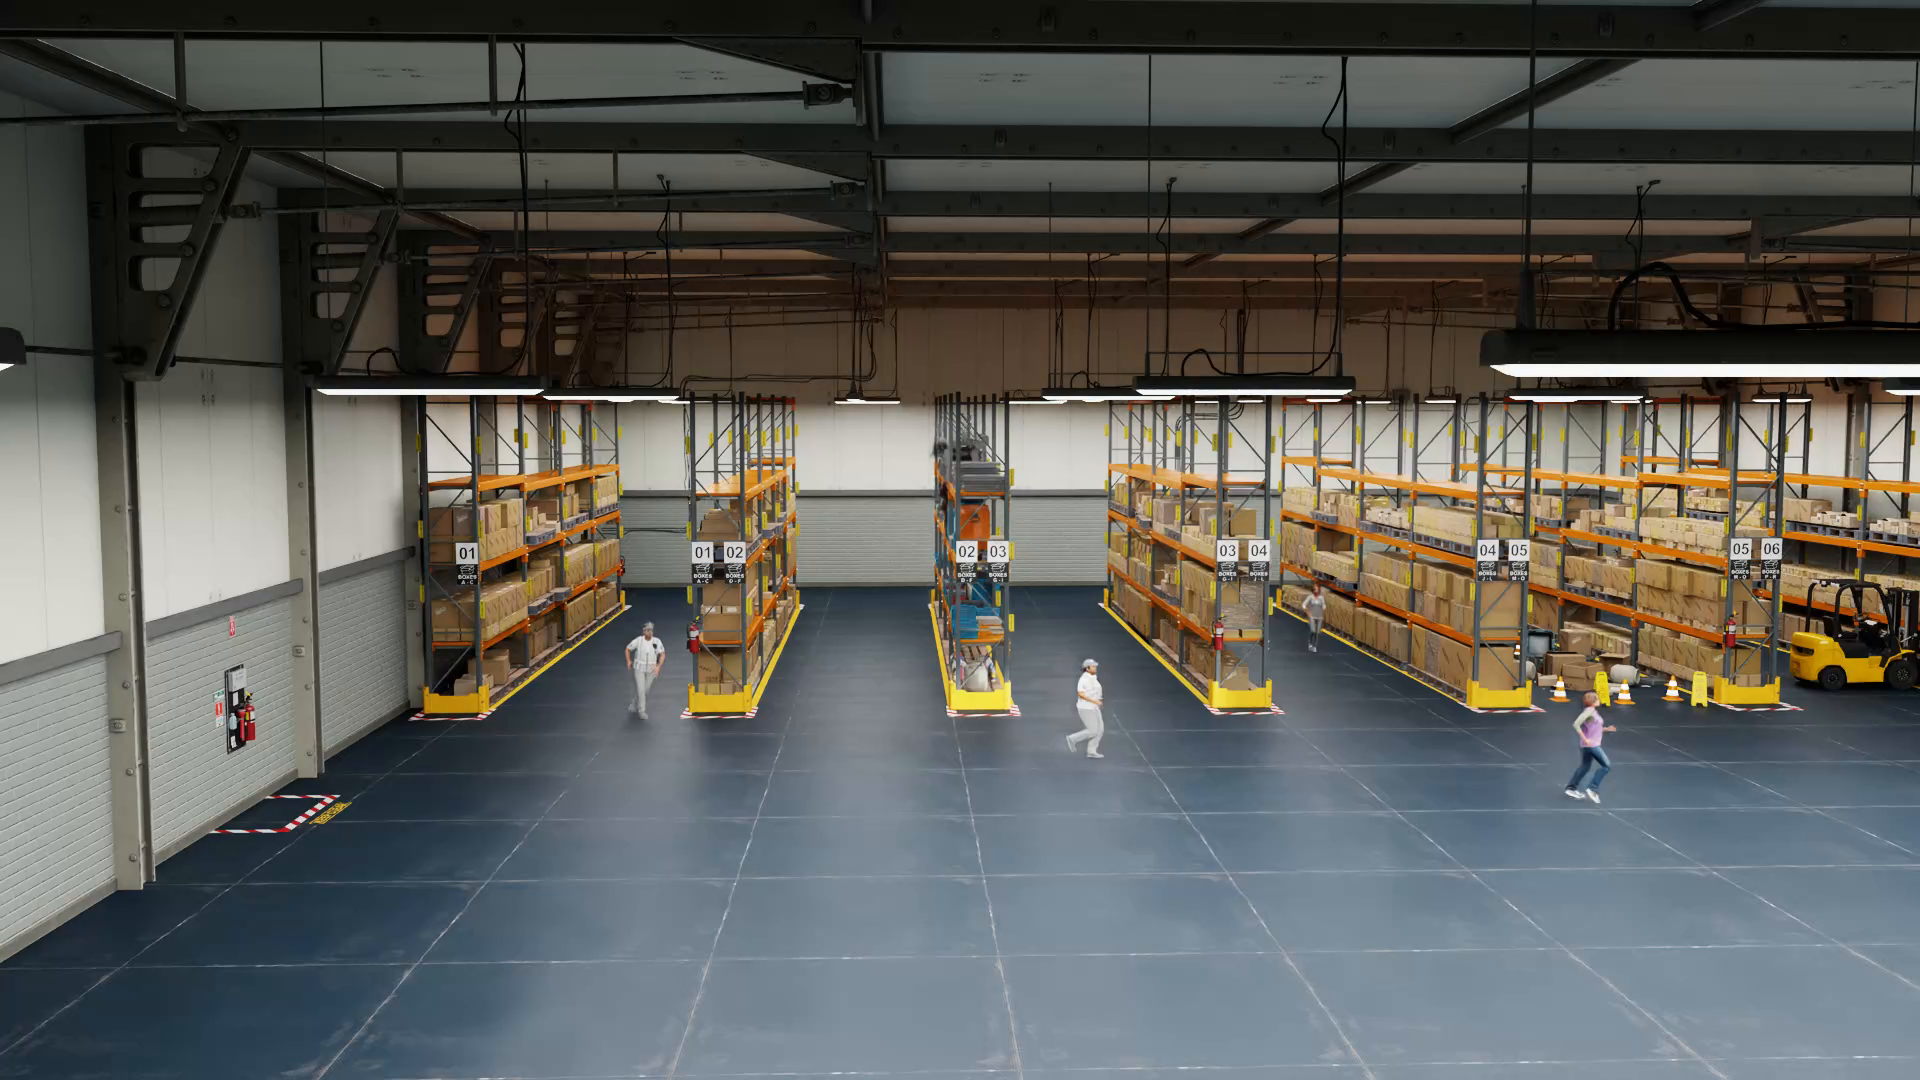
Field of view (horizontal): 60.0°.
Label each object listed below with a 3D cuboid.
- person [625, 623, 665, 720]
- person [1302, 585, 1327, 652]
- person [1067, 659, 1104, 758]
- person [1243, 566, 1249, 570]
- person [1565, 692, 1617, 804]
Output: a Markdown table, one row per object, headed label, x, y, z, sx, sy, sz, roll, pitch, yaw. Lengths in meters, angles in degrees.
| label | x | y | z | sx | sy | sz | roll | pitch | yaw |
| --- | --- | --- | --- | --- | --- | --- | --- | --- | --- |
| person | -5.812 | 2.390 | 30.725 | 0.734 | 1.749 | 0.891 | -2 | 5 | -24 |
| person | 8.258 | 1.835 | 38.623 | 0.531 | 1.560 | 0.590 | 0 | 5 | -2 |
| person | 2.094 | 2.741 | 27.094 | 0.566 | 1.620 | 0.603 | 2 | 5 | 21 |
| person | 8.512 | 0.948 | 48.914 | 0.951 | 1.689 | 0.849 | 0 | 5 | -3 |
| person | 9.123 | 3.000 | 24.022 | 0.682 | 1.616 | 0.473 | 2 | 5 | 18 |
